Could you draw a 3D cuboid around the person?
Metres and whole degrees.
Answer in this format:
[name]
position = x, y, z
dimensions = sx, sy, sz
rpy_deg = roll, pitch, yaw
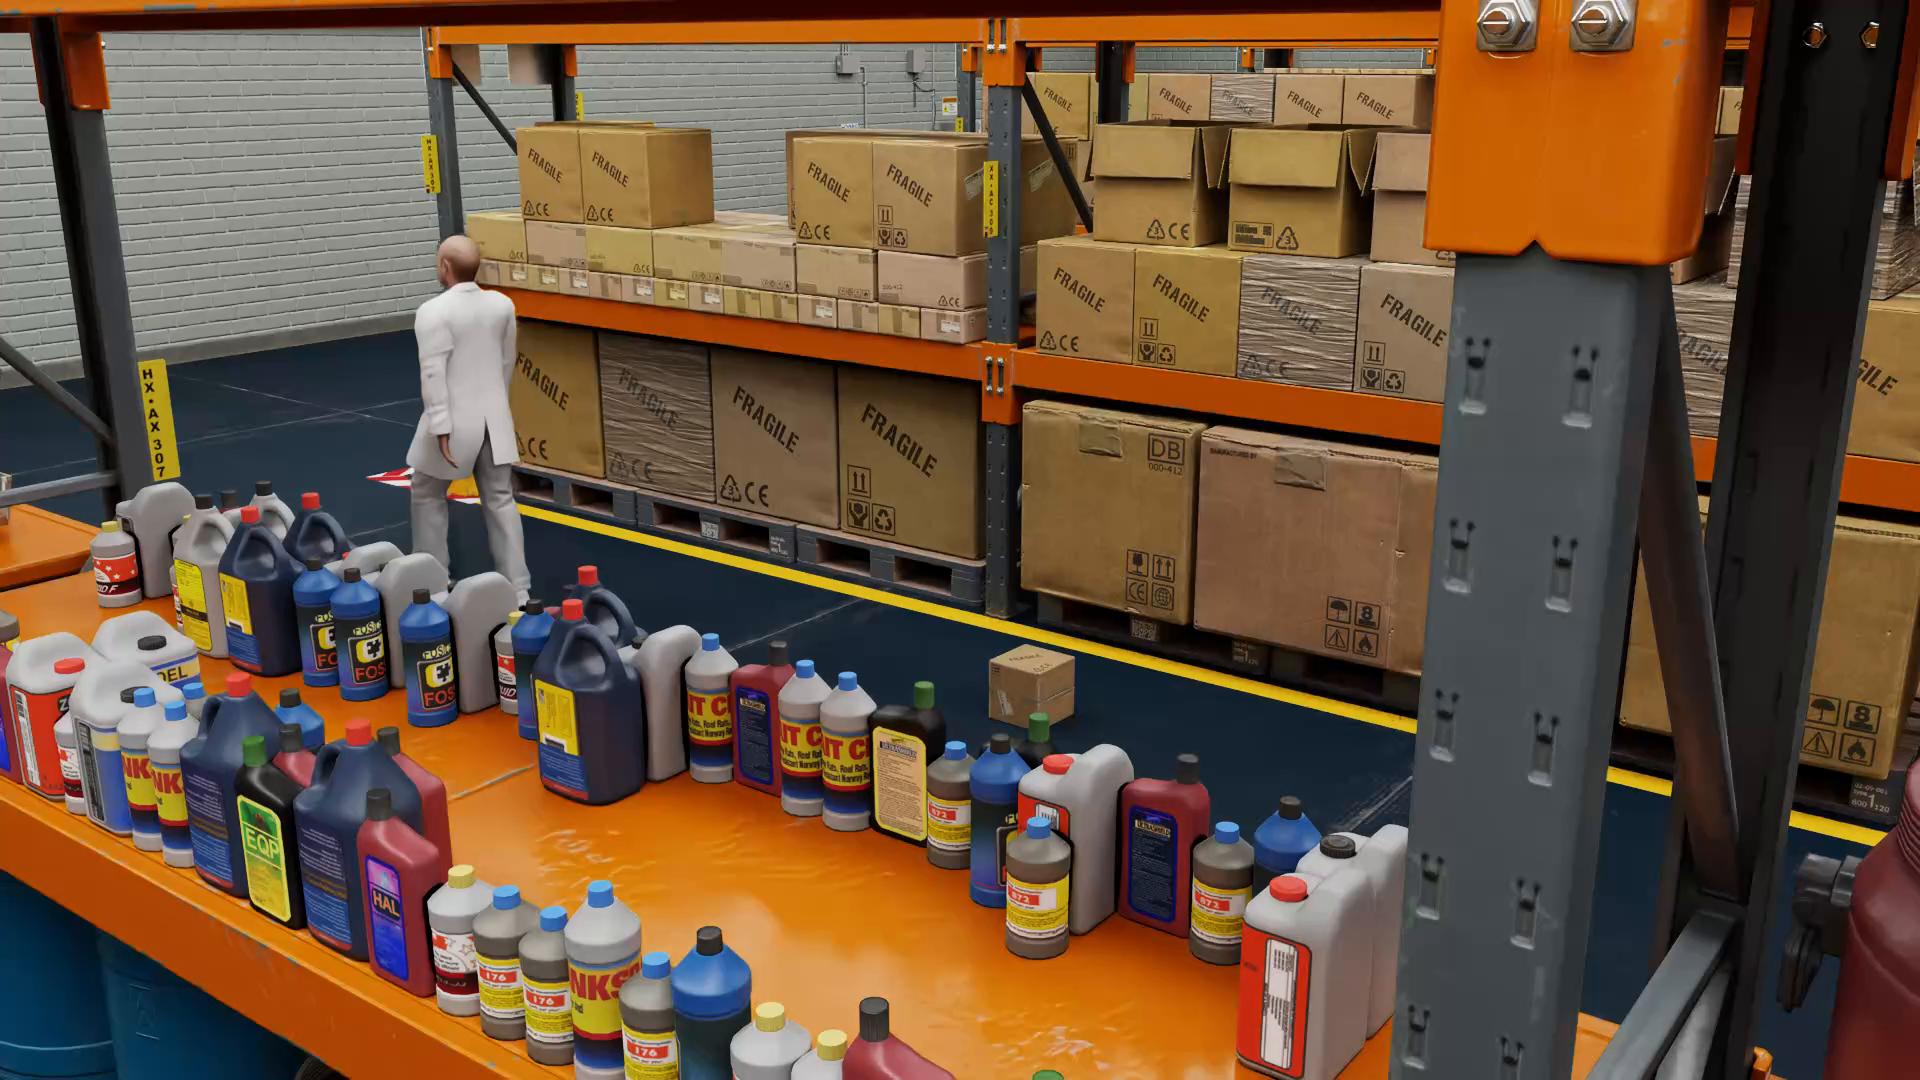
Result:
[person]
position = -2.392, -0.544, 7.962
dimensions = 0.797, 1.823, 0.573
rpy_deg = 14, 22, 40
